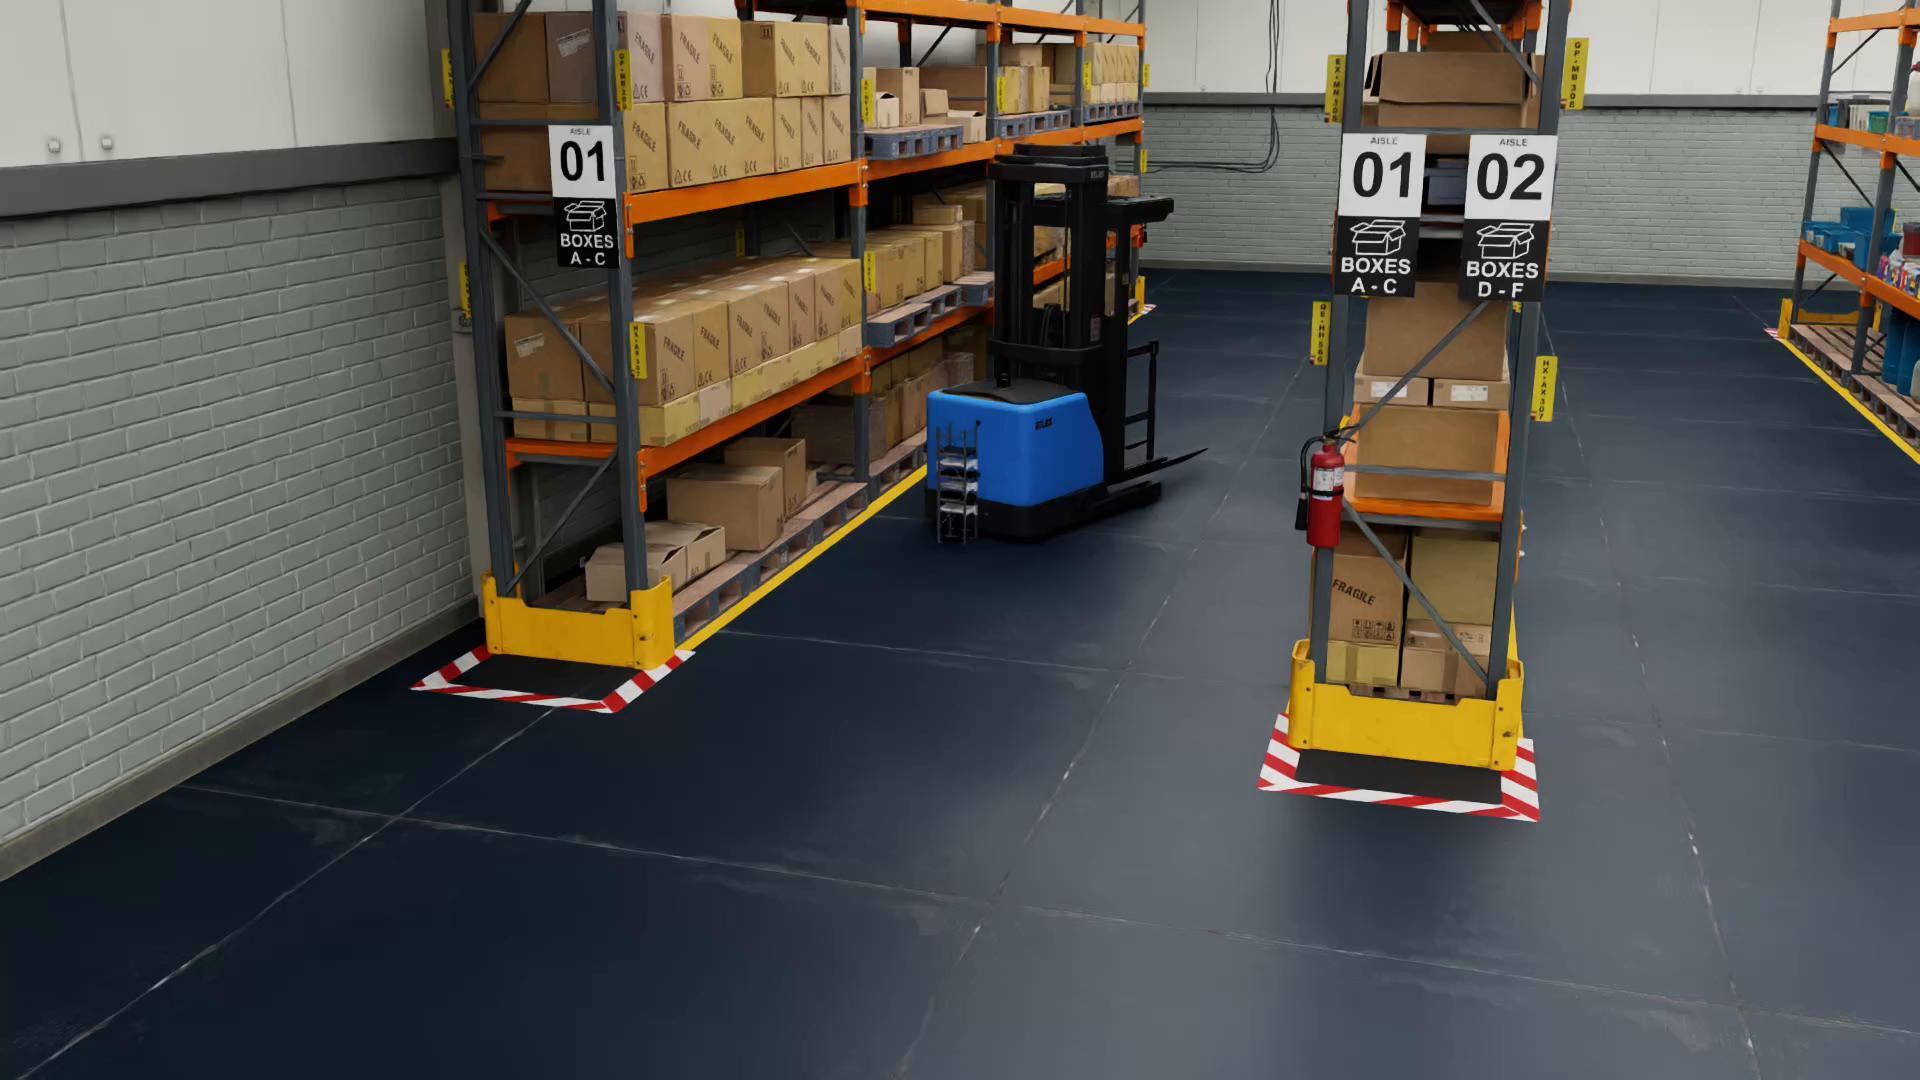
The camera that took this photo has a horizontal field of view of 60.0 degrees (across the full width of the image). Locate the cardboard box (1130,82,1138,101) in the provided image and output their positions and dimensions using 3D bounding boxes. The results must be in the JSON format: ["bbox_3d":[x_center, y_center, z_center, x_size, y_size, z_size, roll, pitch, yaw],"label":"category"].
[{"bbox_3d":[2.208,-6.318,23.431,0.500,0.250,0.500,5,17,18],"label":"cardboard box"}]

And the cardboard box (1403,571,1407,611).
[{"bbox_3d":[2.505,0.355,10.349,0.500,0.250,0.500,5,16,16],"label":"cardboard box"}]

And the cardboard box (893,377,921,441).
[{"bbox_3d":[-0.773,-1.242,15.485,0.700,0.500,0.500,5,17,17],"label":"cardboard box"}]

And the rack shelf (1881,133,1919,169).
[{"bbox_3d":[9.955,-3.668,16.085,1.077,0.370,4.000,5,16,16],"label":"rack shelf"}]

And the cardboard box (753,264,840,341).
[{"bbox_3d":[-1.223,-1.789,12.503,0.500,0.500,0.500,5,16,16],"label":"cardboard box"}]

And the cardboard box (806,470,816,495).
[{"bbox_3d":[-1.372,-0.476,13.395,0.380,0.166,0.250,2,16,9],"label":"cardboard box"}]

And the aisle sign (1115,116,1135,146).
[{"bbox_3d":[2.470,-6.155,24.269,0.394,0.787,0.004,5,16,16],"label":"aisle sign"}]

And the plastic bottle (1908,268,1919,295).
[{"bbox_3d":[9.638,-2.609,16.768,0.097,0.271,0.097,0,16,0],"label":"plastic bottle"}]

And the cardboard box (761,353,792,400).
[{"bbox_3d":[-1.512,-1.165,11.679,0.500,0.250,0.500,5,17,16],"label":"cardboard box"}]

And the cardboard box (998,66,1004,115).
[{"bbox_3d":[0.071,-4.793,17.743,0.700,0.500,0.500,4,16,13],"label":"cardboard box"}]

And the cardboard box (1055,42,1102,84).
[{"bbox_3d":[1.496,-6.009,20.968,0.500,0.500,0.500,4,16,15],"label":"cardboard box"}]

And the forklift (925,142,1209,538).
[{"bbox_3d":[1.034,-1.764,13.676,1.130,2.935,3.031,12,20,37],"label":"forklift"}]

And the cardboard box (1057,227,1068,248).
[{"bbox_3d":[1.000,-3.789,19.924,0.500,0.500,0.500,5,17,16],"label":"cardboard box"}]

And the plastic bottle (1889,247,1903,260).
[{"bbox_3d":[10.101,-2.993,17.974,0.144,0.351,0.185,5,16,16],"label":"plastic bottle"}]

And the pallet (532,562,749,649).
[{"bbox_3d":[-2.099,0.389,11.071,1.003,0.211,1.213,5,16,16],"label":"pallet"}]

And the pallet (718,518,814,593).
[{"bbox_3d":[-1.750,0.071,12.193,1.003,0.211,1.213,5,16,16],"label":"pallet"}]

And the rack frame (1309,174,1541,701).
[{"bbox_3d":[2.365,-0.340,8.530,1.000,3.000,0.127,5,16,16],"label":"rack frame"}]

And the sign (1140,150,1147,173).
[{"bbox_3d":[2.678,-5.534,24.287,0.100,0.325,0.005,5,16,16],"label":"sign"}]

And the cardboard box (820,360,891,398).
[{"bbox_3d":[-0.933,-1.449,14.840,0.500,0.250,0.500,4,16,15],"label":"cardboard box"}]

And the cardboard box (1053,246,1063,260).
[{"bbox_3d":[1.016,-3.435,19.866,0.380,0.149,0.250,5,16,16],"label":"cardboard box"}]

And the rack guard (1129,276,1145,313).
[{"bbox_3d":[2.169,-3.713,25.002,1.175,0.500,0.348,5,16,16],"label":"rack guard"}]

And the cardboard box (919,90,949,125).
[{"bbox_3d":[-0.569,-3.986,15.663,0.797,0.503,0.637,7,17,24],"label":"cardboard box"}]

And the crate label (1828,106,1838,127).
[{"bbox_3d":[11.088,-5.296,20.779,0.408,0.251,0.502,5,16,16],"label":"crate label"}]

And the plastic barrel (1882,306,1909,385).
[{"bbox_3d":[10.353,-2.146,17.973,0.600,0.901,0.708,5,16,16],"label":"plastic barrel"}]

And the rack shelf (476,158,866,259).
[{"bbox_3d":[-1.817,-2.343,11.414,1.077,0.370,4.000,5,16,16],"label":"rack shelf"}]

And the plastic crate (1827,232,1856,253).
[{"bbox_3d":[10.815,-3.627,20.316,0.416,0.233,0.300,5,16,16],"label":"plastic crate"}]

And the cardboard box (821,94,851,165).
[{"bbox_3d":[-1.156,-3.118,12.609,0.500,0.500,0.500,5,17,17],"label":"cardboard box"}]

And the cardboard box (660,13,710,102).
[{"bbox_3d":[-1.852,-2.914,10.056,0.500,0.500,0.500,4,16,15],"label":"cardboard box"}]

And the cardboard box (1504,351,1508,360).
[{"bbox_3d":[2.902,-0.986,9.437,0.380,0.149,0.250,4,16,15],"label":"cardboard box"}]

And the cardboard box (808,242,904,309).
[{"bbox_3d":[-0.905,-2.305,14.470,0.700,0.500,0.500,6,17,22],"label":"cardboard box"}]

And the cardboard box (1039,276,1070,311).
[{"bbox_3d":[0.965,-2.850,20.550,0.750,0.750,0.750,5,17,17],"label":"cardboard box"}]

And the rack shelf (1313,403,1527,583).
[{"bbox_3d":[2.934,-0.517,10.473,1.077,0.370,4.000,5,16,16],"label":"rack shelf"}]

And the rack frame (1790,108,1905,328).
[{"bbox_3d":[11.660,-4.141,21.930,1.000,3.000,0.127,5,16,16],"label":"rack frame"}]

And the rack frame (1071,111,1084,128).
[{"bbox_3d":[1.025,-3.862,20.949,1.000,3.000,0.127,5,16,16],"label":"rack frame"}]

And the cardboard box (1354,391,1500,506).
[{"bbox_3d":[2.510,-0.509,8.943,0.700,0.500,0.500,5,16,16],"label":"cardboard box"}]

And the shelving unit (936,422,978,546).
[{"bbox_3d":[-0.020,-0.427,12.685,0.258,0.900,0.210,7,17,24],"label":"shelving unit"}]

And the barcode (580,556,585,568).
[{"bbox_3d":[-2.481,0.145,10.926,0.001,0.075,0.075,5,16,16],"label":"barcode"}]

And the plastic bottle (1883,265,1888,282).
[{"bbox_3d":[9.957,-2.869,17.812,0.097,0.201,0.097,0,16,0],"label":"plastic bottle"}]

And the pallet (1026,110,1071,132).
[{"bbox_3d":[0.812,-4.970,19.707,0.805,0.209,1.217,4,16,14],"label":"pallet"}]

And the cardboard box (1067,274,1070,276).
[{"bbox_3d":[1.608,-3.437,22.072,0.380,0.149,0.250,5,17,18],"label":"cardboard box"}]

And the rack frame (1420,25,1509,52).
[{"bbox_3d":[5.775,-6.365,18.780,1.000,3.000,0.127,5,16,16],"label":"rack frame"}]

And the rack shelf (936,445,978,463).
[{"bbox_3d":[-0.020,-0.655,12.620,0.258,0.077,0.200,7,17,24],"label":"rack shelf"}]

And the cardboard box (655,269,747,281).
[{"bbox_3d":[-1.880,-1.696,12.175,0.500,0.500,0.500,5,17,17],"label":"cardboard box"}]

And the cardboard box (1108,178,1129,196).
[{"bbox_3d":[1.830,-4.728,23.451,0.980,0.700,0.700,4,16,15],"label":"cardboard box"}]

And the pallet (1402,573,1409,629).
[{"bbox_3d":[2.891,0.480,10.749,1.003,0.211,1.213,5,16,16],"label":"pallet"}]

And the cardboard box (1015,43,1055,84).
[{"bbox_3d":[1.000,-6.045,21.095,0.500,0.500,0.500,4,16,15],"label":"cardboard box"}]

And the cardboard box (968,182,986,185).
[{"bbox_3d":[0.365,-4.055,19.489,0.500,0.250,0.500,4,16,14],"label":"cardboard box"}]

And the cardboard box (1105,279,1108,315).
[{"bbox_3d":[1.630,-3.315,22.830,0.700,0.500,0.500,5,17,17],"label":"cardboard box"}]

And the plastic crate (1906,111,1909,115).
[{"bbox_3d":[11.654,-5.201,20.562,0.450,0.188,0.336,5,16,16],"label":"plastic crate"}]

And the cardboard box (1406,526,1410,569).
[{"bbox_3d":[2.646,-0.136,10.709,0.500,0.500,0.500,5,16,16],"label":"cardboard box"}]

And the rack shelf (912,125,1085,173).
[{"bbox_3d":[0.457,-4.436,18.793,1.077,0.370,4.000,5,16,16],"label":"rack shelf"}]

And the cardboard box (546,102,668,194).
[{"bbox_3d":[-2.050,-2.292,9.695,0.500,0.500,0.500,5,17,17],"label":"cardboard box"}]

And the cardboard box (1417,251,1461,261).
[{"bbox_3d":[2.812,-1.417,9.767,0.700,0.500,0.500,5,16,16],"label":"cardboard box"}]

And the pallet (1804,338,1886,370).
[{"bbox_3d":[11.040,-2.268,20.439,1.003,0.211,1.213,5,16,16],"label":"pallet"}]

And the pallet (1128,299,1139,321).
[{"bbox_3d":[2.009,-3.352,24.260,1.003,0.211,1.213,5,16,16],"label":"pallet"}]

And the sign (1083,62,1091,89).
[{"bbox_3d":[1.548,-5.666,20.287,0.100,0.325,0.005,5,16,16],"label":"sign"}]

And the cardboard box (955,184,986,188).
[{"bbox_3d":[0.212,-3.919,19.009,0.500,0.250,0.500,4,16,15],"label":"cardboard box"}]
